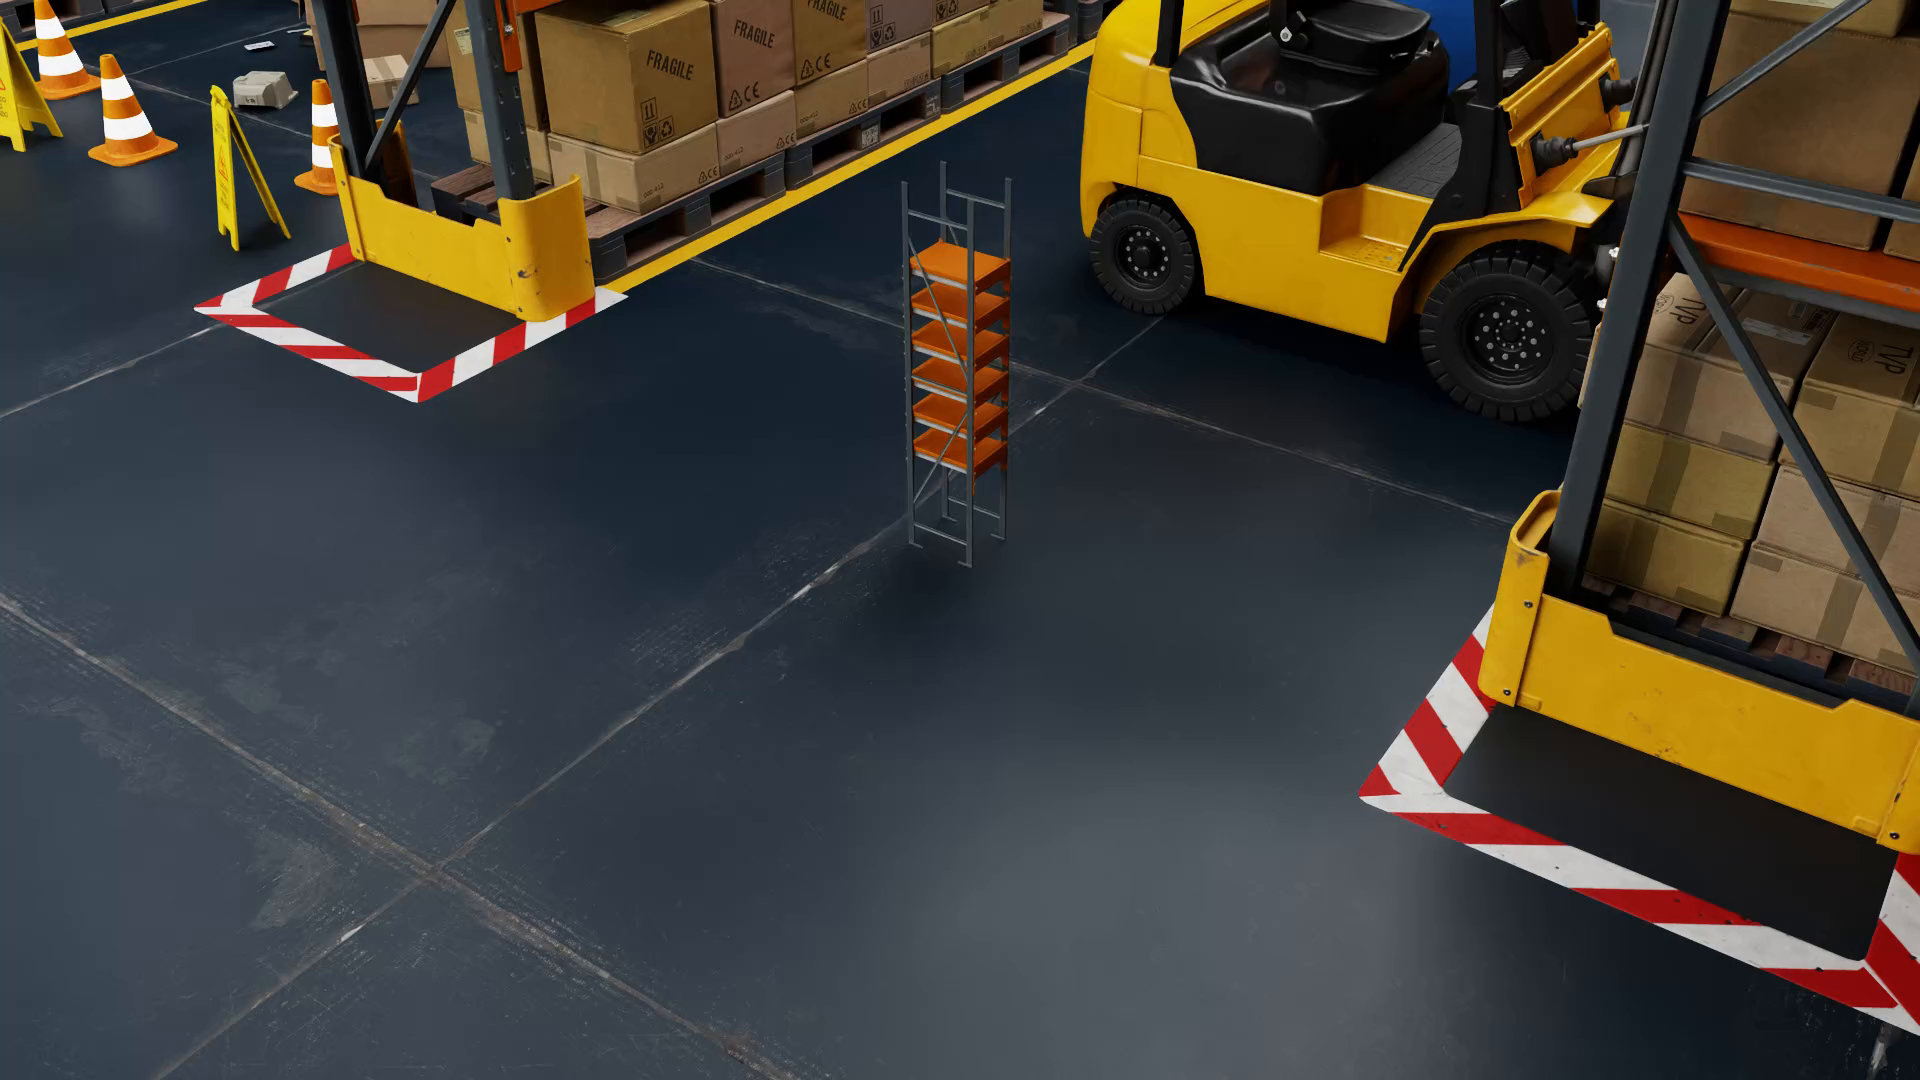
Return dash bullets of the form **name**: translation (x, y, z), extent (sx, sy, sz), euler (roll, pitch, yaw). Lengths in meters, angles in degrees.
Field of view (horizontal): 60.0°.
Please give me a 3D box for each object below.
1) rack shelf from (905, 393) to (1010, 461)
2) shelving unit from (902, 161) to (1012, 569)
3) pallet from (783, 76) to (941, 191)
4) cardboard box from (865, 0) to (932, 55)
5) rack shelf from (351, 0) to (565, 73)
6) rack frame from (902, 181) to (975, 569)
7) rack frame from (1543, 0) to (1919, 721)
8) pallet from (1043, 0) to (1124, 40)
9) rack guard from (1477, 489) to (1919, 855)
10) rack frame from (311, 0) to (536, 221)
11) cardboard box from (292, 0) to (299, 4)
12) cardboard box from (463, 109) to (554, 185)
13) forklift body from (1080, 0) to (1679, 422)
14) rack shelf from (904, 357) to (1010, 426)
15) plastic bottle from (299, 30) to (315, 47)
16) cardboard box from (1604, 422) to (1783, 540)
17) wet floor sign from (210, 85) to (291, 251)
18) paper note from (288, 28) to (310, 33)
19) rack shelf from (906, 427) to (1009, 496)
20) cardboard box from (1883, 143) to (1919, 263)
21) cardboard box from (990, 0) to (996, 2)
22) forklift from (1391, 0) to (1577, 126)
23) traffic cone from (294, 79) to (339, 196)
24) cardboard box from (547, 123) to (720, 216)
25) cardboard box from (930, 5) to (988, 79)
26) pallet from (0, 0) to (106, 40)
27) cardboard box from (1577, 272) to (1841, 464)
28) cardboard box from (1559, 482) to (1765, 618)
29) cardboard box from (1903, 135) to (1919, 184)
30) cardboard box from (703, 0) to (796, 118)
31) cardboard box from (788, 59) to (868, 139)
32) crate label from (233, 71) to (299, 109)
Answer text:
- **rack shelf**: translation (-0.008, -0.354, 4.996), extent (0.258, 0.103, 0.180), euler (21, 39, 28)
- **shelving unit**: translation (-0.008, -0.490, 4.904), extent (0.258, 1.200, 0.189), euler (21, 39, 28)
- **pallet**: translation (-0.835, -2.112, 8.185), extent (1.003, 0.211, 1.213), euler (21, 39, 28)
- **cardboard box**: translation (-0.481, -2.669, 7.930), extent (0.500, 0.500, 0.500), euler (24, 41, 31)
- **rack shelf**: translation (-0.926, -2.933, 7.552), extent (1.077, 0.370, 4.000), euler (21, 39, 28)
- **rack frame**: translation (-0.060, -0.448, 4.842), extent (0.240, 1.200, 0.006), euler (21, 39, 28)
- **rack frame**: translation (2.013, -0.727, 3.647), extent (1.000, 3.000, 0.127), euler (21, 39, 28)
- **pallet**: translation (0.657, -3.355, 10.023), extent (1.003, 0.211, 1.213), euler (21, 39, 28)
- **rack guard**: translation (1.999, 0.320, 4.331), extent (1.175, 0.500, 0.348), euler (21, 39, 28)
- **rack frame**: translation (-2.067, -2.311, 5.989), extent (1.000, 3.000, 0.127), euler (21, 39, 28)
- **cardboard box**: translation (-3.952, -3.609, 10.139), extent (0.500, 0.500, 0.500), euler (29, 44, 36)
- **cardboard box**: translation (-1.813, -1.815, 7.335), extent (0.500, 0.250, 0.500), euler (21, 39, 28)
- **forklift body**: translation (1.596, -1.831, 6.037), extent (2.313, 2.155, 1.214), euler (21, 39, 28)
- **rack shelf**: translation (-0.008, -0.454, 4.929), extent (0.258, 0.103, 0.180), euler (21, 39, 28)
- **plastic bottle**: translation (-3.616, -2.878, 9.451), extent (0.133, 0.061, 0.283), euler (8, 35, 12)
- **cardboard box**: translation (2.034, -0.293, 4.639), extent (0.500, 0.250, 0.500), euler (21, 39, 28)
- **wet floor sign**: translation (-3.054, -1.590, 7.025), extent (0.232, 0.644, 0.267), euler (-22, 40, -29)
- **paper note**: translation (-3.810, -2.937, 9.584), extent (0.123, 0.001, 0.032), euler (-15, 37, -21)
- **rack shelf**: translation (-0.008, -0.255, 5.063), extent (0.258, 0.103, 0.180), euler (21, 39, 28)
- **cardboard box**: translation (2.524, -0.908, 3.825), extent (0.500, 0.500, 0.500), euler (23, 40, 30)
- **cardboard box**: translation (0.097, -3.139, 8.624), extent (0.500, 0.500, 0.500), euler (21, 39, 28)
- **forklift**: translation (2.367, -3.873, 8.360), extent (1.130, 2.935, 3.031), euler (0, 34, 0)
- **traffic cone**: translation (-2.881, -1.870, 7.602), extent (0.336, 0.463, 0.334), euler (21, 39, 28)
- **cardboard box**: translation (-1.380, -1.629, 7.060), extent (0.500, 0.250, 0.500), euler (21, 39, 28)
- **cardboard box**: translation (-0.198, -2.580, 8.468), extent (0.500, 0.250, 0.500), euler (20, 39, 27)
- **pallet**: translation (-5.799, -3.083, 9.621), extent (1.003, 0.211, 1.213), euler (21, 39, 28)
- **cardboard box**: translation (2.019, -0.488, 4.480), extent (0.500, 0.250, 0.500), euler (23, 40, 30)
- **cardboard box**: translation (2.021, -0.079, 4.769), extent (0.500, 0.250, 0.500), euler (22, 40, 28)
- **cardboard box**: translation (2.381, -1.315, 4.427), extent (0.500, 0.500, 0.500), euler (23, 40, 30)
- **cardboard box**: translation (-1.072, -2.192, 7.224), extent (0.500, 0.500, 0.500), euler (20, 39, 27)
- **cardboard box**: translation (-0.782, -2.116, 7.781), extent (0.500, 0.250, 0.500), euler (24, 41, 31)
- **crate label**: translation (-3.590, -2.314, 8.550), extent (0.250, 0.136, 0.298), euler (3, 34, 4)
